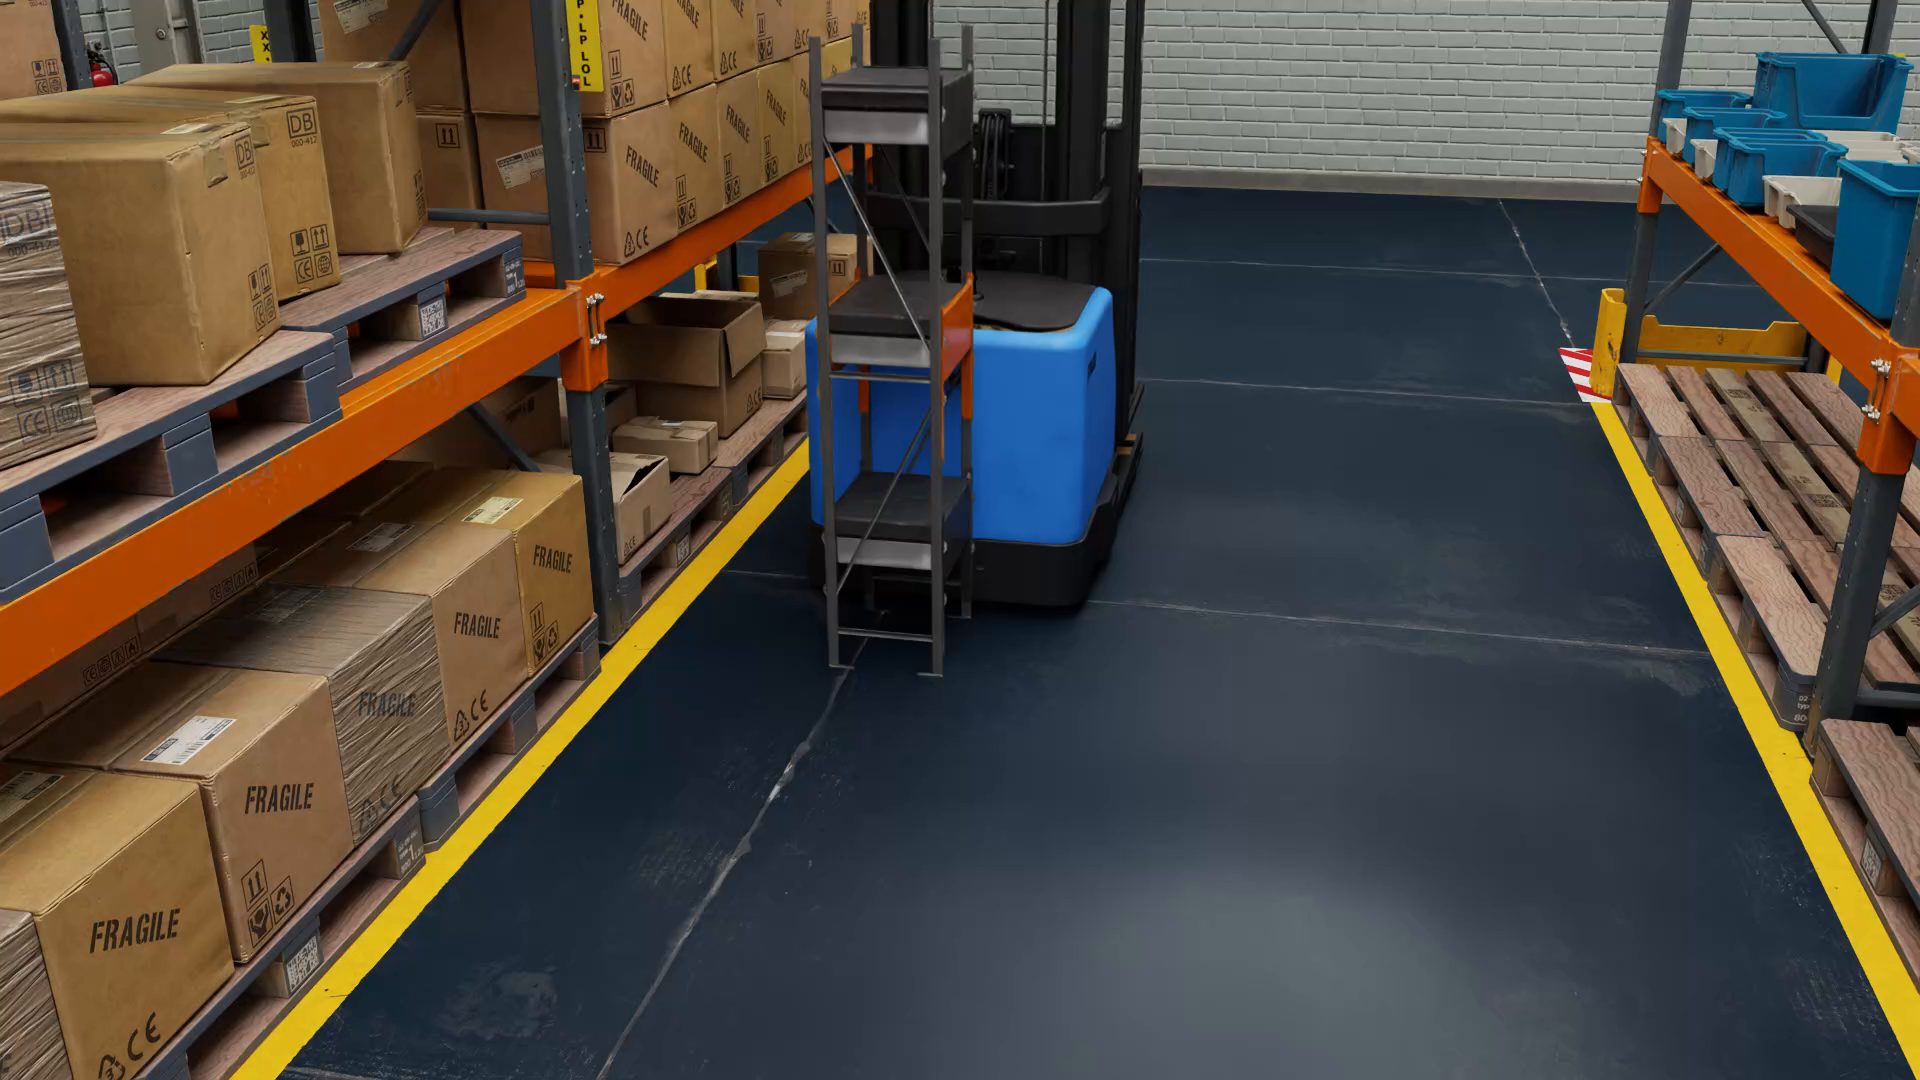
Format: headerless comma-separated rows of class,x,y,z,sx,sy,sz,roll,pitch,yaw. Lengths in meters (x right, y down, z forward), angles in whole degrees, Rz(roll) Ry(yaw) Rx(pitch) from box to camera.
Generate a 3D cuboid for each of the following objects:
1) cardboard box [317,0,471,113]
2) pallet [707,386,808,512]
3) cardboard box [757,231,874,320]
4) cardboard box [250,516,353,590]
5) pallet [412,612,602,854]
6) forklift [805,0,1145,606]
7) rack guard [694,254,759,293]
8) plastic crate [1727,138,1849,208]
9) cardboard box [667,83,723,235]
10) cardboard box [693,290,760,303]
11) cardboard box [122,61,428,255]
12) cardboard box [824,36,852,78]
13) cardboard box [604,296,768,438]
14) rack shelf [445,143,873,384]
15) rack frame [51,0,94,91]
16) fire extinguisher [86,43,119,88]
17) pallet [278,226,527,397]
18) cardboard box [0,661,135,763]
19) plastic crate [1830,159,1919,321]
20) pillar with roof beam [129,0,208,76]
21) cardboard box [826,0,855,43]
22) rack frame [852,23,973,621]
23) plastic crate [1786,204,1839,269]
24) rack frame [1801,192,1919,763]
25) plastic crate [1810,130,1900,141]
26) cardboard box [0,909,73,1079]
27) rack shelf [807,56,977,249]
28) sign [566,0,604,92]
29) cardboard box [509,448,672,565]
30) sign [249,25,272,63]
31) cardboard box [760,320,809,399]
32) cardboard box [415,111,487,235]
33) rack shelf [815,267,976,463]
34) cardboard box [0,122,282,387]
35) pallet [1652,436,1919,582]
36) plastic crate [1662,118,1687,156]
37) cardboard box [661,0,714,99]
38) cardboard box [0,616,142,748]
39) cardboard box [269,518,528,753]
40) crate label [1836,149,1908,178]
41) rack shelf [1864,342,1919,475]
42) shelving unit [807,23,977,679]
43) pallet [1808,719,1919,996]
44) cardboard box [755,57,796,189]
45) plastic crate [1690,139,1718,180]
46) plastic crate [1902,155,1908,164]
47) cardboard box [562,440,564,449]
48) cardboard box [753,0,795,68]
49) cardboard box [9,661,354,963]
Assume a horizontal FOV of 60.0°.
cardboard box,-1.863,-1.782,5.790,0.500,0.500,0.500,5,22,11
pallet,-1.325,-0.472,7.743,1.003,0.211,1.213,4,22,11
cardboard box,-0.766,-1.357,8.964,0.500,0.500,0.500,4,22,11
cardboard box,-2.148,0.243,4.993,0.500,0.500,0.500,5,22,12
pallet,-1.842,0.527,5.263,1.003,0.211,1.213,4,22,11
forklift,0.233,-1.636,6.994,1.130,2.935,3.031,4,22,11
rack guard,-0.912,-1.343,9.518,1.175,0.500,0.348,4,22,11
plastic crate,3.249,-1.445,6.569,0.416,0.233,0.300,4,22,11
cardboard box,-1.241,-1.466,6.346,0.500,0.500,0.500,5,22,12
cardboard box,-1.318,-1.285,9.255,0.380,0.149,0.250,4,22,11
cardboard box,-2.028,-1.152,5.003,0.700,0.500,0.500,-3,22,-7
cardboard box,-0.824,-2.202,8.171,0.500,0.500,0.500,5,22,11
cardboard box,-1.334,-0.801,7.579,0.797,0.503,0.637,4,22,11
rack shelf,-1.305,-1.465,7.438,1.077,0.370,4.000,4,22,11
rack frame,-5.747,-2.906,10.054,1.000,3.000,0.127,4,22,11
fire extinguisher,-5.264,-2.717,10.188,0.296,0.674,0.183,4,22,11
pallet,-1.983,-0.694,4.819,1.003,0.211,1.213,4,22,11
cardboard box,-2.361,0.610,4.081,0.500,0.500,0.500,4,22,9
plastic crate,2.897,-0.905,5.027,0.392,0.384,0.575,4,22,11
pillar with roof beam,-1.828,-6.414,10.734,9.100,9.000,0.400,4,22,11
cardboard box,-0.820,-2.671,7.999,0.500,0.500,0.500,5,22,12
rack frame,-0.156,-0.695,5.769,0.400,2.100,0.015,4,22,11
plastic crate,3.101,-1.018,5.654,0.437,0.125,0.590,4,22,11
rack frame,3.136,-0.688,4.547,1.000,3.000,0.127,4,22,11
plastic crate,3.963,-1.744,7.442,0.396,0.136,0.243,4,22,11
cardboard box,-2.055,1.015,3.076,0.500,0.500,0.500,4,22,9
rack shelf,-0.206,-1.242,5.291,0.431,0.518,0.480,4,22,11
sign,-1.169,-1.563,5.170,0.100,0.325,0.005,4,22,11
cardboard box,-1.415,-0.161,6.248,0.500,0.311,0.500,4,22,11
sign,-2.246,-1.507,5.422,0.100,0.325,0.005,4,22,11
cardboard box,-0.990,-0.896,8.154,0.500,0.250,0.500,4,22,11
cardboard box,-1.862,-1.316,5.971,0.500,0.500,0.500,5,22,12
rack shelf,-0.206,-0.593,5.552,0.431,0.518,0.480,4,22,11
cardboard box,-2.013,-0.657,3.775,0.700,0.500,0.500,-1,22,-3
pallet,3.494,-0.114,6.854,1.003,0.211,1.213,4,22,11
plastic crate,3.433,-1.880,7.780,0.250,0.136,0.298,4,22,11
cardboard box,-1.236,-1.917,6.125,0.500,0.500,0.500,4,22,9
cardboard box,-2.356,0.248,3.976,0.500,0.250,0.500,4,22,10
cardboard box,-1.642,0.271,4.923,0.500,0.500,0.500,5,22,11
crate label,3.856,-1.536,6.924,0.396,0.136,0.243,4,22,11
rack shelf,2.728,0.377,2.865,1.077,0.370,4.000,4,22,11
shelving unit,-0.206,-0.606,5.547,0.431,2.100,0.503,4,22,11
pallet,2.937,0.884,4.375,1.003,0.211,1.213,4,22,11
cardboard box,-1.034,-1.835,7.262,0.500,0.500,0.500,4,22,10
plastic crate,3.294,-1.632,7.164,0.250,0.136,0.298,4,22,11
plastic crate,3.784,-1.330,6.286,0.416,0.233,0.300,4,22,11
cardboard box,-1.856,-0.320,6.861,0.380,0.149,0.250,4,22,11
cardboard box,-1.026,-2.294,7.061,0.500,0.500,0.500,5,23,13
cardboard box,-1.846,0.640,4.005,0.500,0.500,0.500,4,22,9
